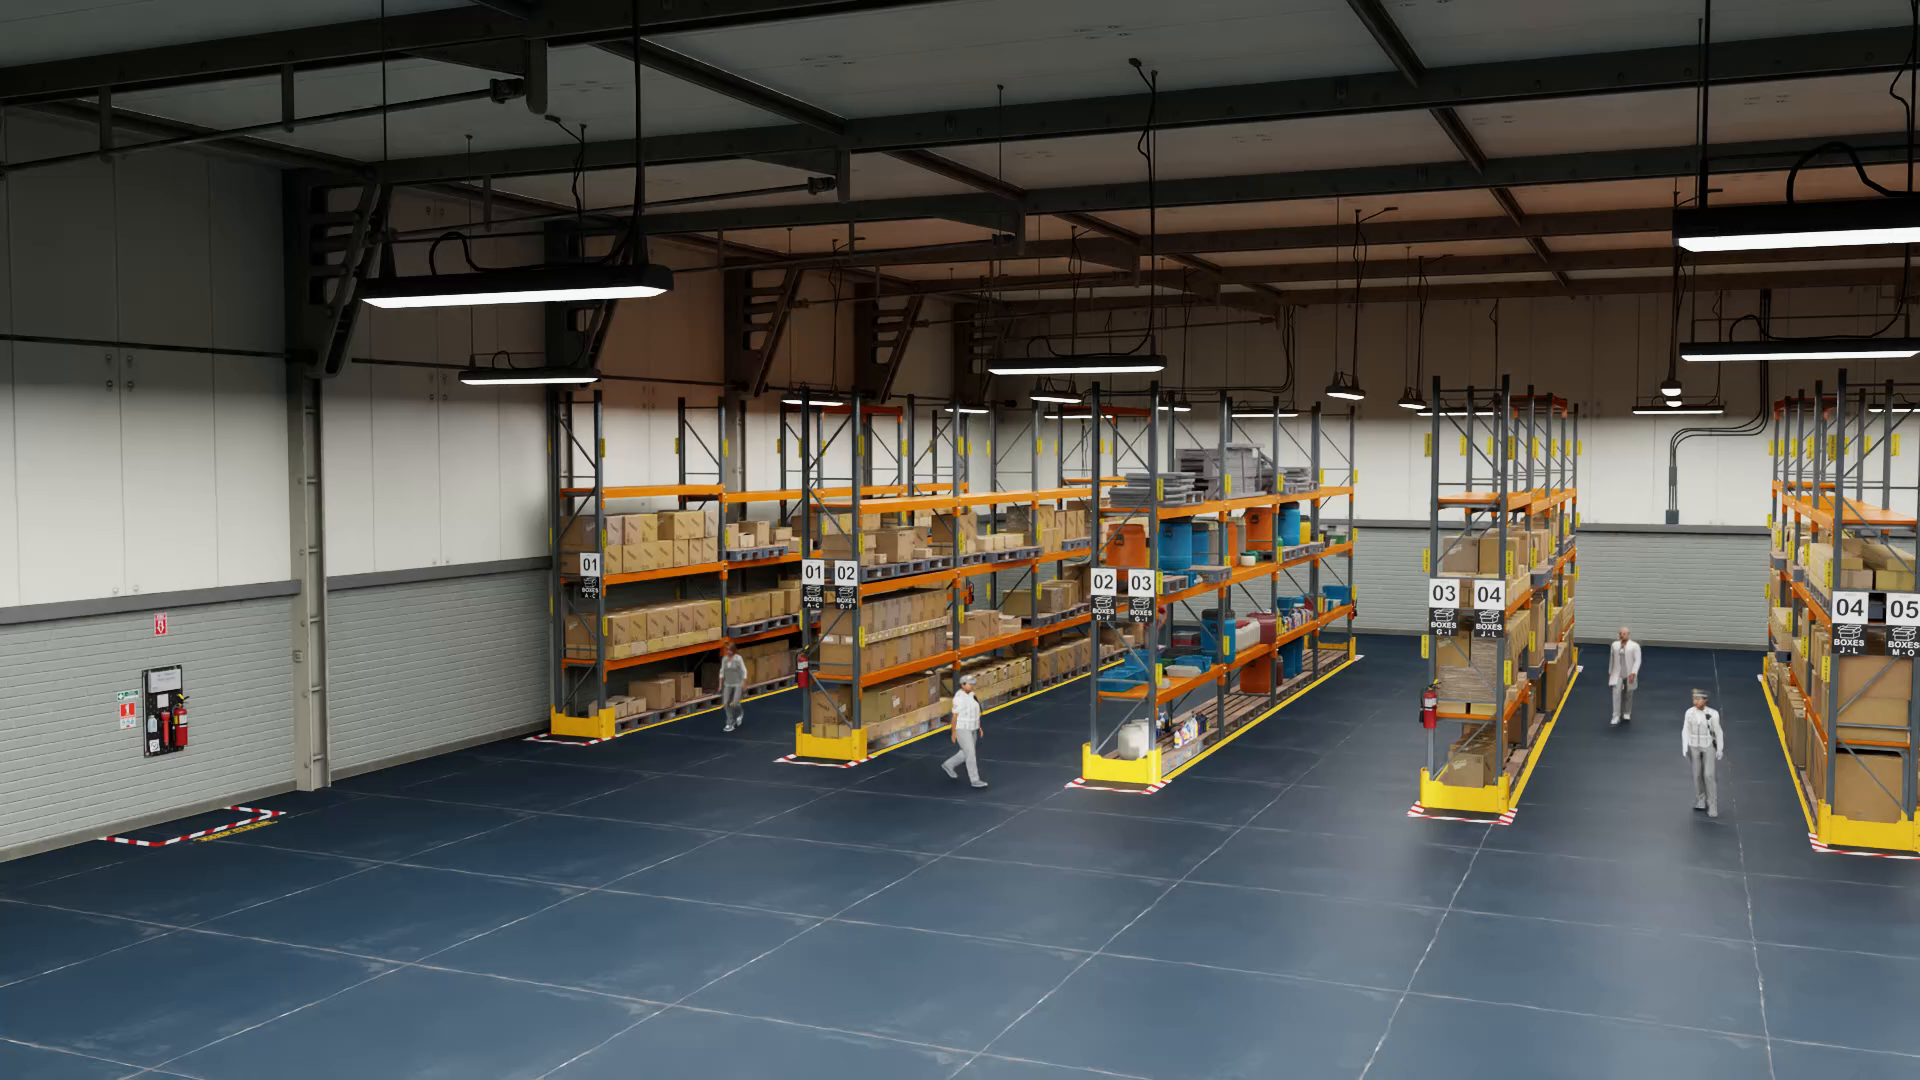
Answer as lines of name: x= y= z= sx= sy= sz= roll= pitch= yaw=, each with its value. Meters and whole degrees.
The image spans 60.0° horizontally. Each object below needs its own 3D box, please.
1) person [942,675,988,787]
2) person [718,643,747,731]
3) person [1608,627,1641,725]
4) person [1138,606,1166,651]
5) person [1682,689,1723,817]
person: x=0.078 y=2.816 z=24.740 sx=0.926 sy=1.627 sz=0.509 roll=2 pitch=4 yaw=31
person: x=-4.009 y=2.595 z=29.524 sx=0.506 sy=1.581 sz=0.488 roll=1 pitch=3 yaw=20
person: x=12.042 y=2.447 z=30.121 sx=0.546 sy=1.717 sz=1.114 roll=1 pitch=3 yaw=20
person: x=4.434 y=2.067 z=38.405 sx=0.691 sy=1.638 sz=0.731 roll=2 pitch=4 yaw=32
person: x=10.238 y=2.906 z=22.950 sx=0.572 sy=1.690 sz=0.622 roll=3 pitch=4 yaw=41
